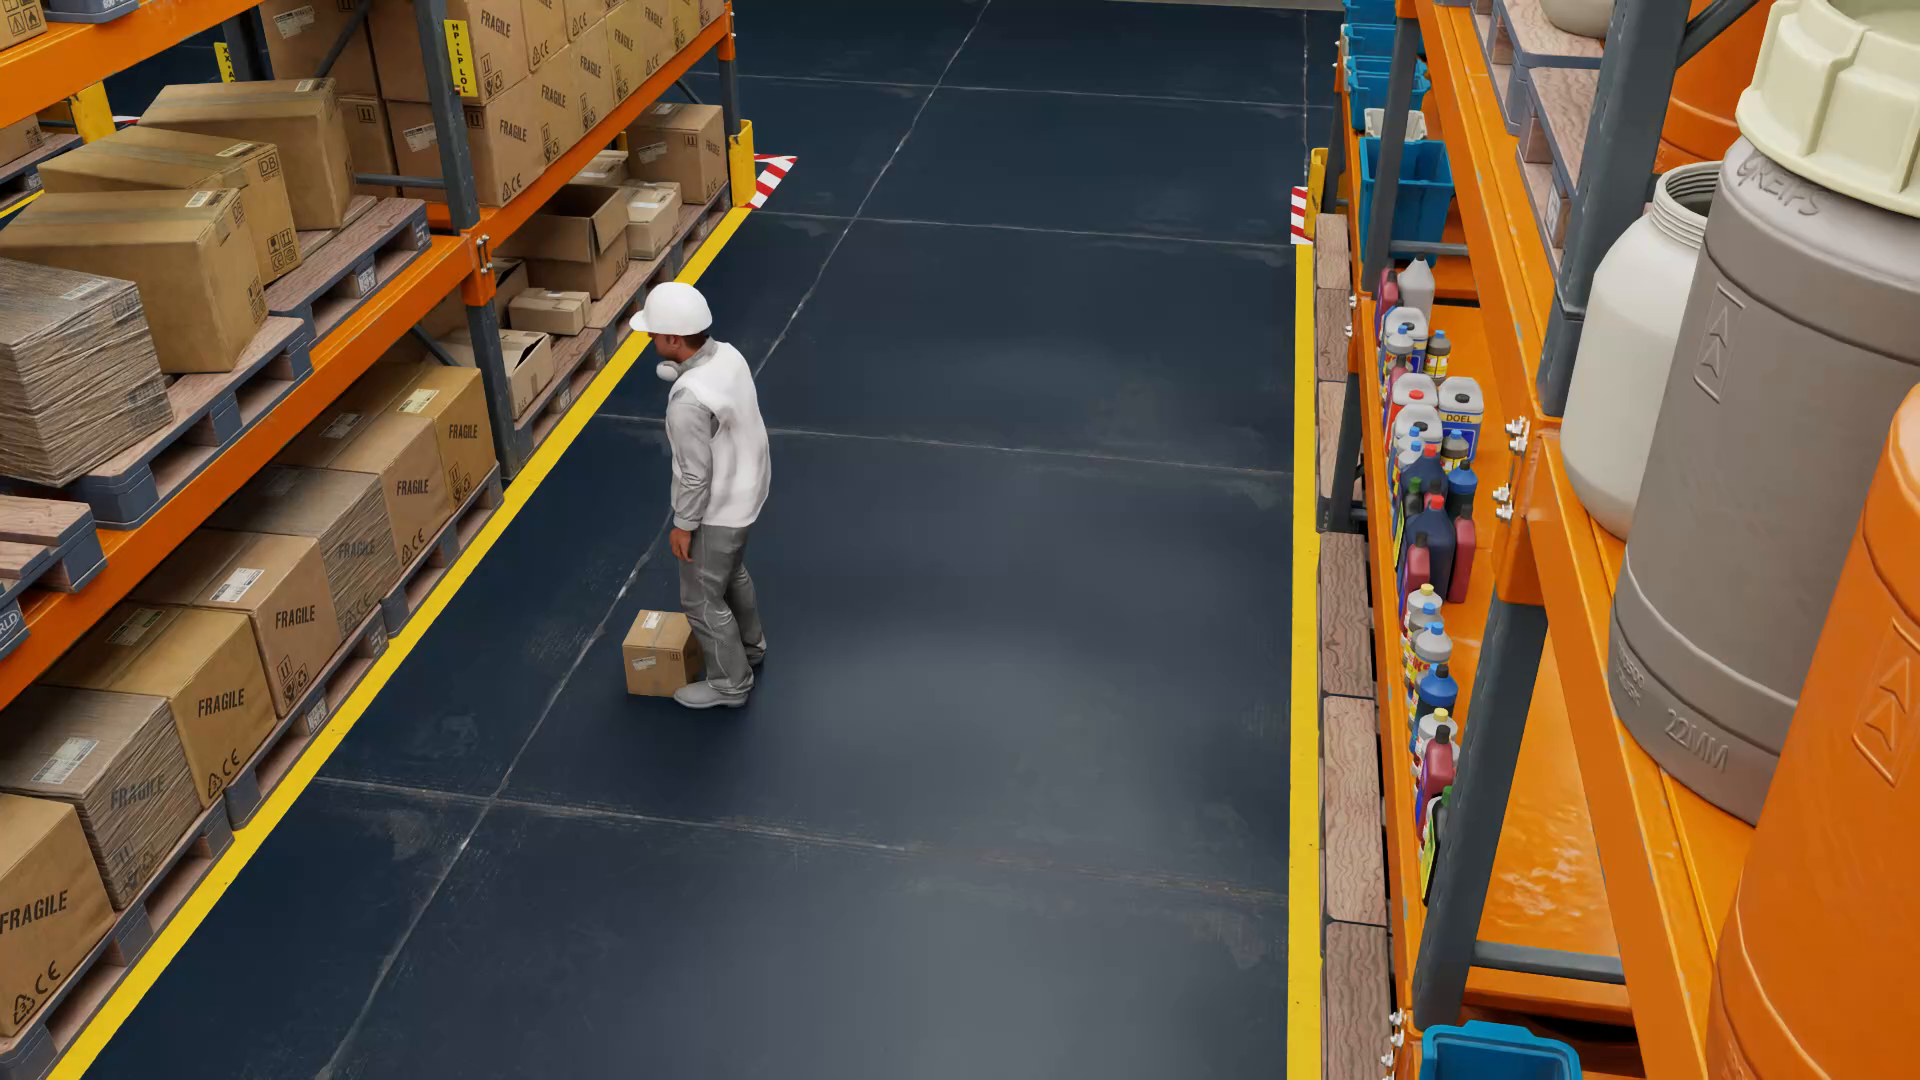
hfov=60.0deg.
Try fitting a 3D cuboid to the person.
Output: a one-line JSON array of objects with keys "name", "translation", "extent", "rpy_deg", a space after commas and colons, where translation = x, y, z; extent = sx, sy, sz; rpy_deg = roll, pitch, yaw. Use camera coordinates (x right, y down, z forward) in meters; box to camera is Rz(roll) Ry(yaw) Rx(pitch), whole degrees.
[{"name": "person", "translation": [-0.954, -0.162, 6.369], "extent": [0.460, 1.772, 0.581], "rpy_deg": [5, 33, 9]}]
